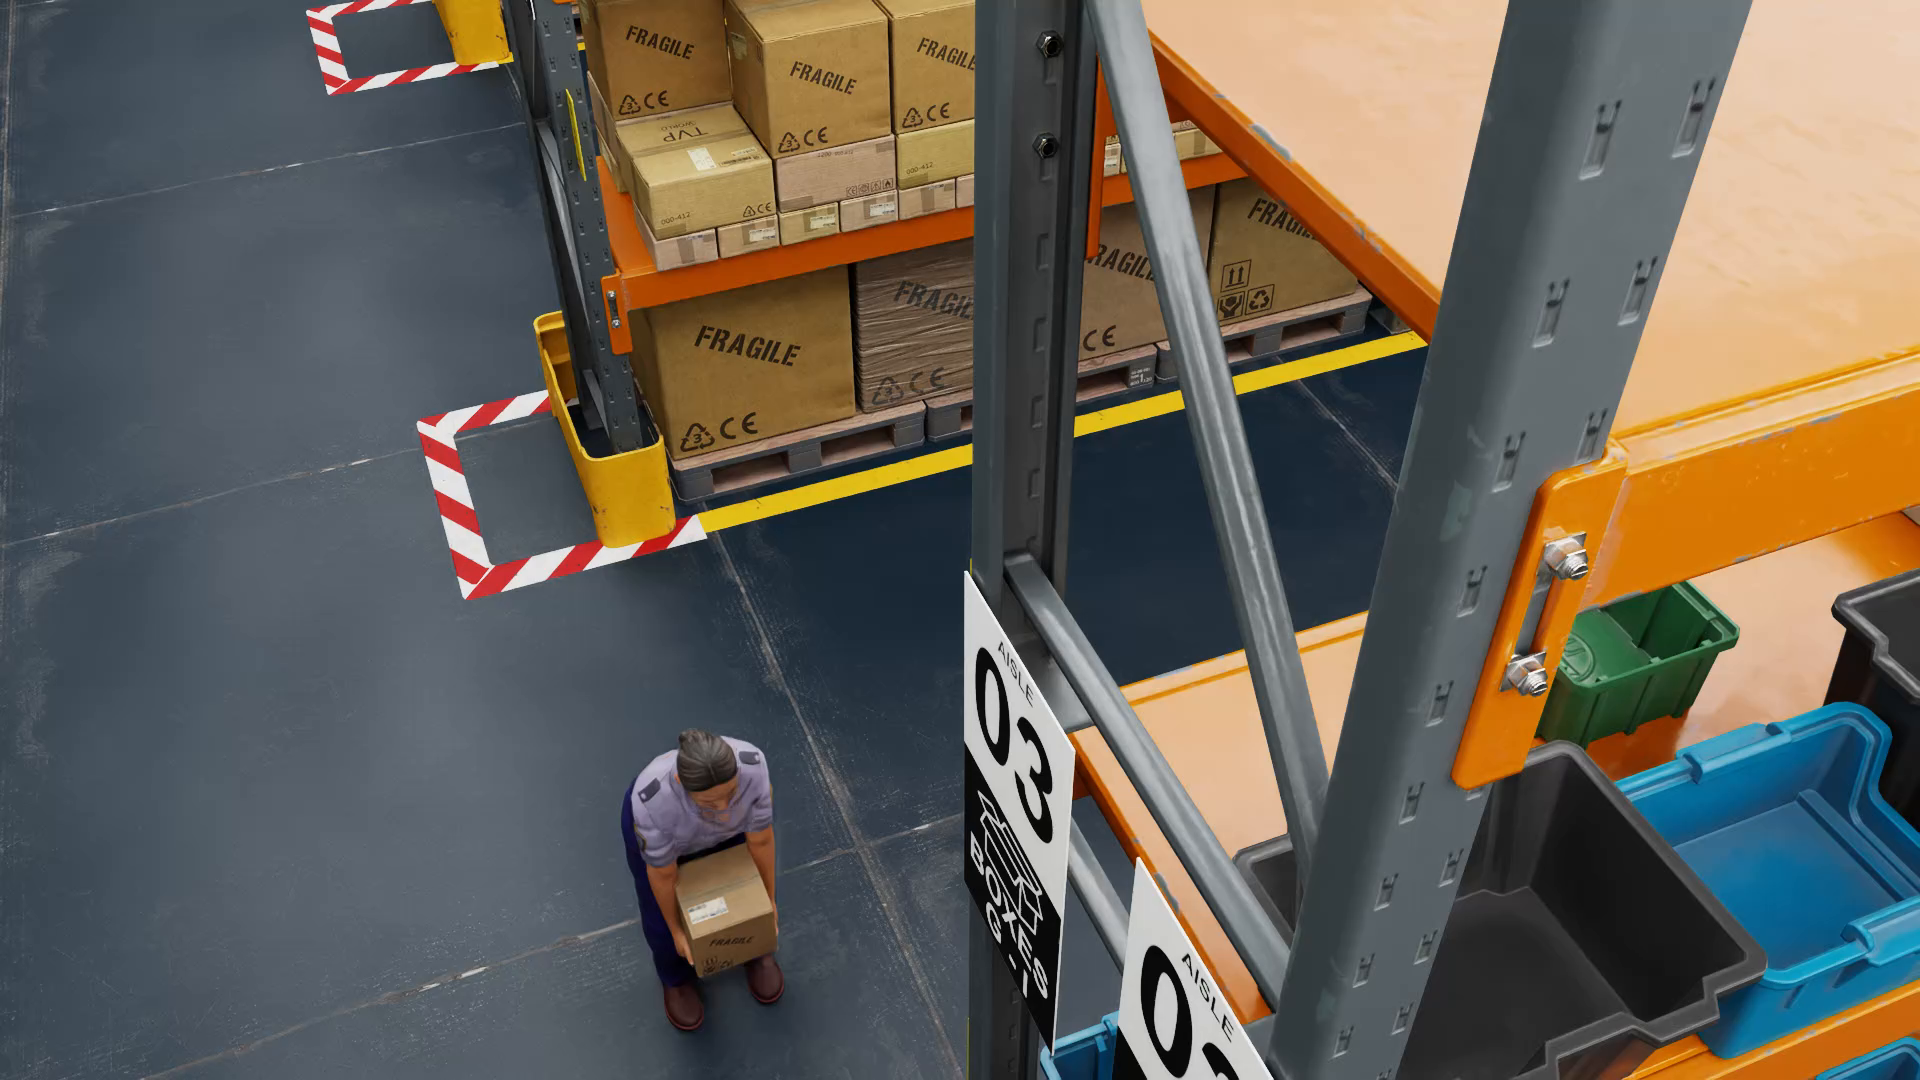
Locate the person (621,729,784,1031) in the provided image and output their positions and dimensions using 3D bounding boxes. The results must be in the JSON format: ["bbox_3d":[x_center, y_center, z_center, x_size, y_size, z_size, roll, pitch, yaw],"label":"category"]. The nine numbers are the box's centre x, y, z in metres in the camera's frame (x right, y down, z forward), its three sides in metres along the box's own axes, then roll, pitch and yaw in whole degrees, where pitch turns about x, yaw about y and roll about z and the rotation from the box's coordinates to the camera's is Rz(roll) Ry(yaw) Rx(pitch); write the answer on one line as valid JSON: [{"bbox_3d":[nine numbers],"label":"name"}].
[{"bbox_3d":[-0.792,1.000,5.145,0.438,1.544,0.612,-16,44,-17],"label":"person"}]
